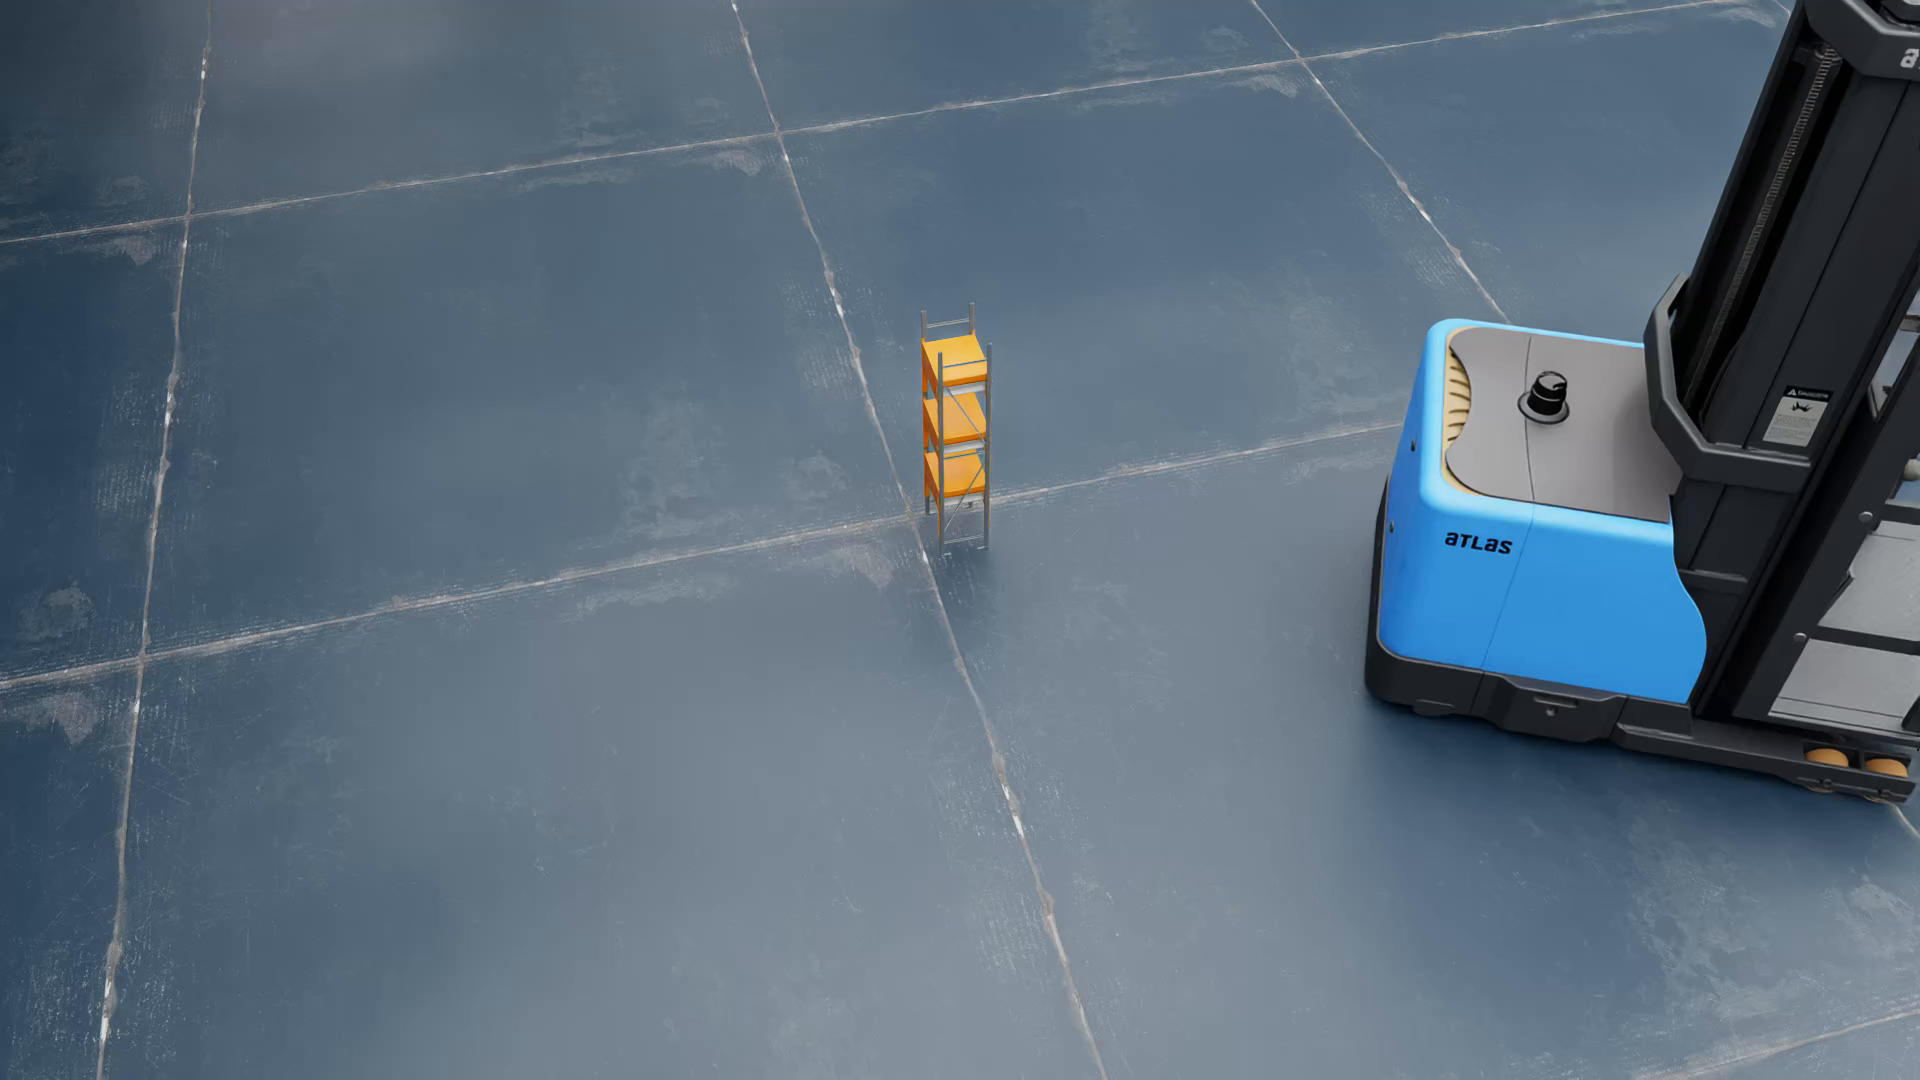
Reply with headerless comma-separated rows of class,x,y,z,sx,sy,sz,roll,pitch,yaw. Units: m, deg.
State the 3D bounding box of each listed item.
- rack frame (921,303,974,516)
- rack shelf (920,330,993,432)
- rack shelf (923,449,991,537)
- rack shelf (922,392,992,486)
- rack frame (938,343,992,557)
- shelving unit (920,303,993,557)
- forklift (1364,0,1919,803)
rack frame,-0.045,-0.489,6.494,0.200,1.050,0.008,-11,47,-10
rack shelf,-0.014,-0.596,6.216,0.215,0.259,0.240,-11,47,-10
rack shelf,-0.014,-0.202,6.617,0.215,0.259,0.240,-11,47,-10
rack shelf,-0.014,-0.397,6.419,0.215,0.259,0.240,-11,47,-10
rack frame,0.018,-0.320,6.329,0.200,1.050,0.008,-11,47,-10
shelving unit,-0.014,-0.404,6.411,0.215,1.050,0.252,-11,47,-10
forklift,3.067,-0.523,5.210,3.031,2.935,1.130,9,46,9
